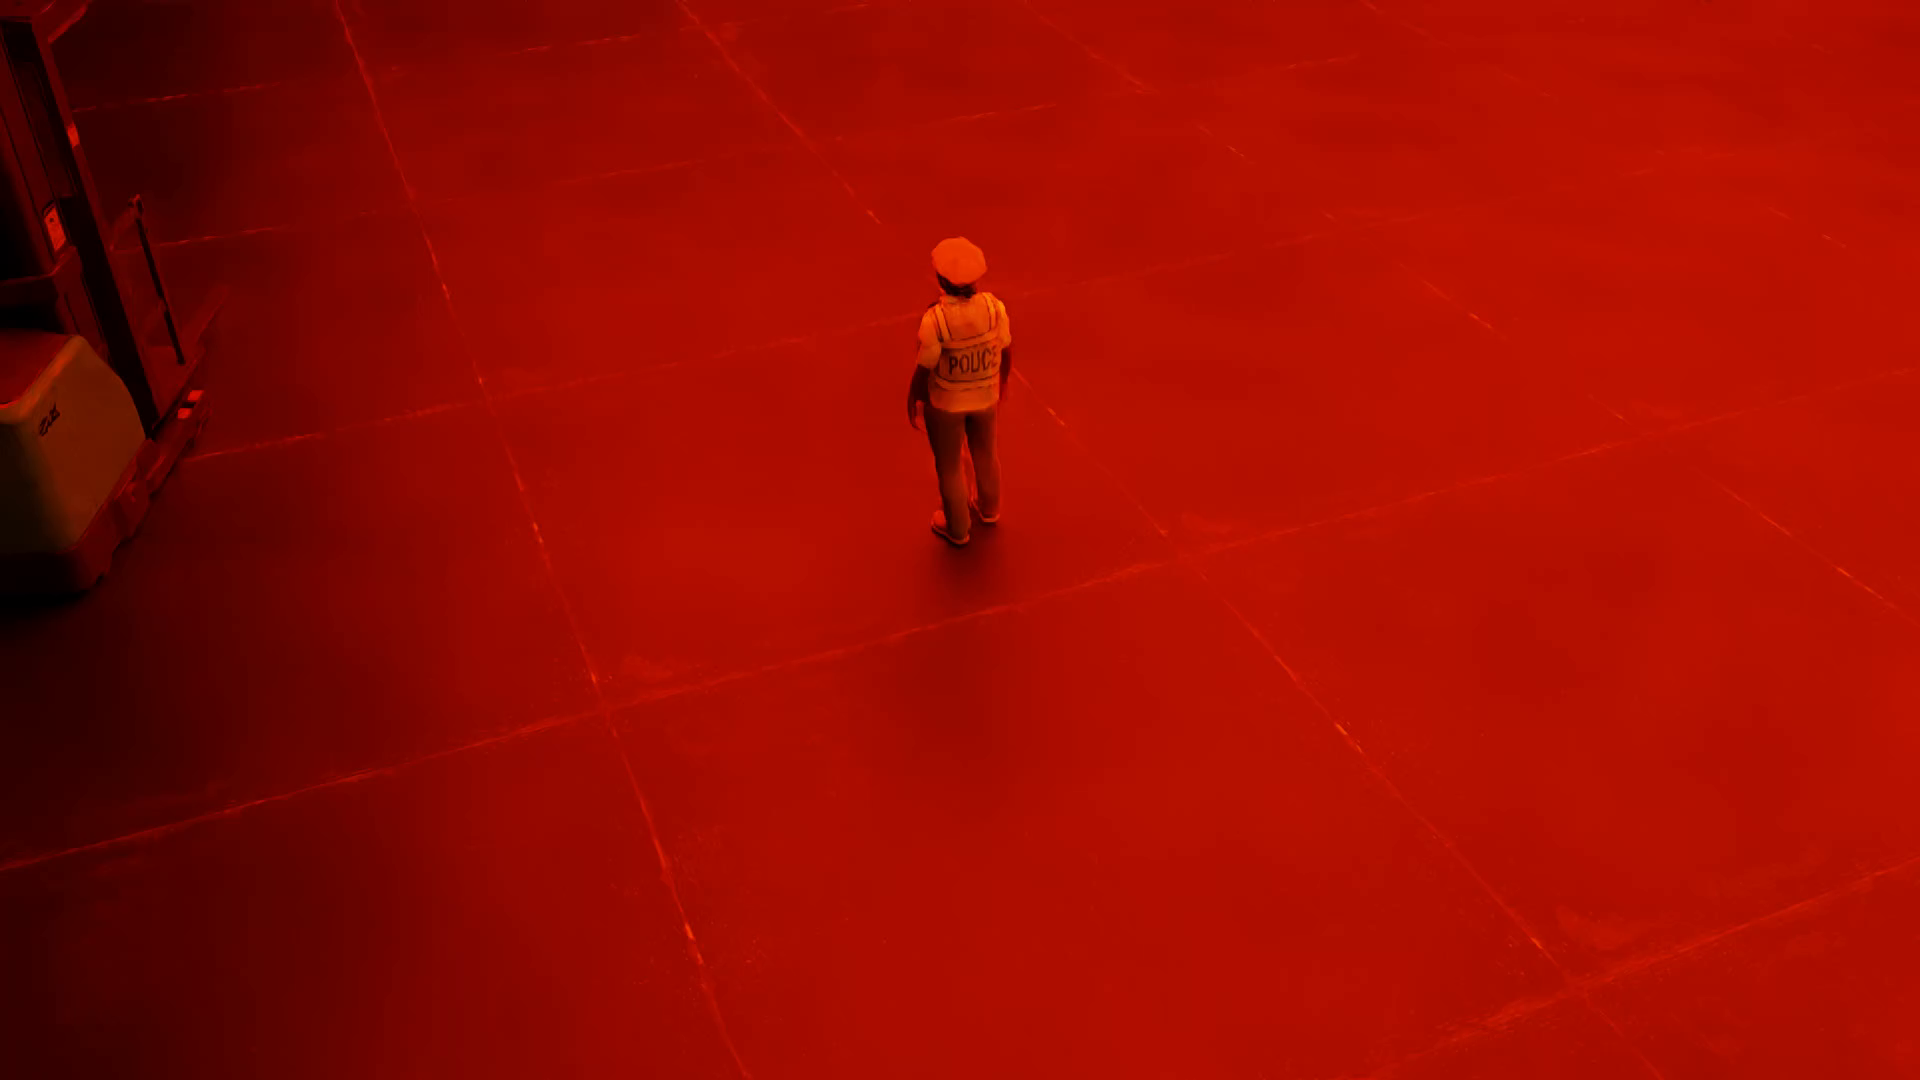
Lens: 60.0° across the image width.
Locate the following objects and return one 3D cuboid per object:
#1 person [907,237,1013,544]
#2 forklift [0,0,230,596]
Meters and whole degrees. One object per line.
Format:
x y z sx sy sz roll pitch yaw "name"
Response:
-0.011 -0.741 8.195 0.570 1.695 0.529 -14 38 -19 "person"
-4.871 -1.735 8.539 1.130 2.935 3.031 -2 35 -2 "forklift"
